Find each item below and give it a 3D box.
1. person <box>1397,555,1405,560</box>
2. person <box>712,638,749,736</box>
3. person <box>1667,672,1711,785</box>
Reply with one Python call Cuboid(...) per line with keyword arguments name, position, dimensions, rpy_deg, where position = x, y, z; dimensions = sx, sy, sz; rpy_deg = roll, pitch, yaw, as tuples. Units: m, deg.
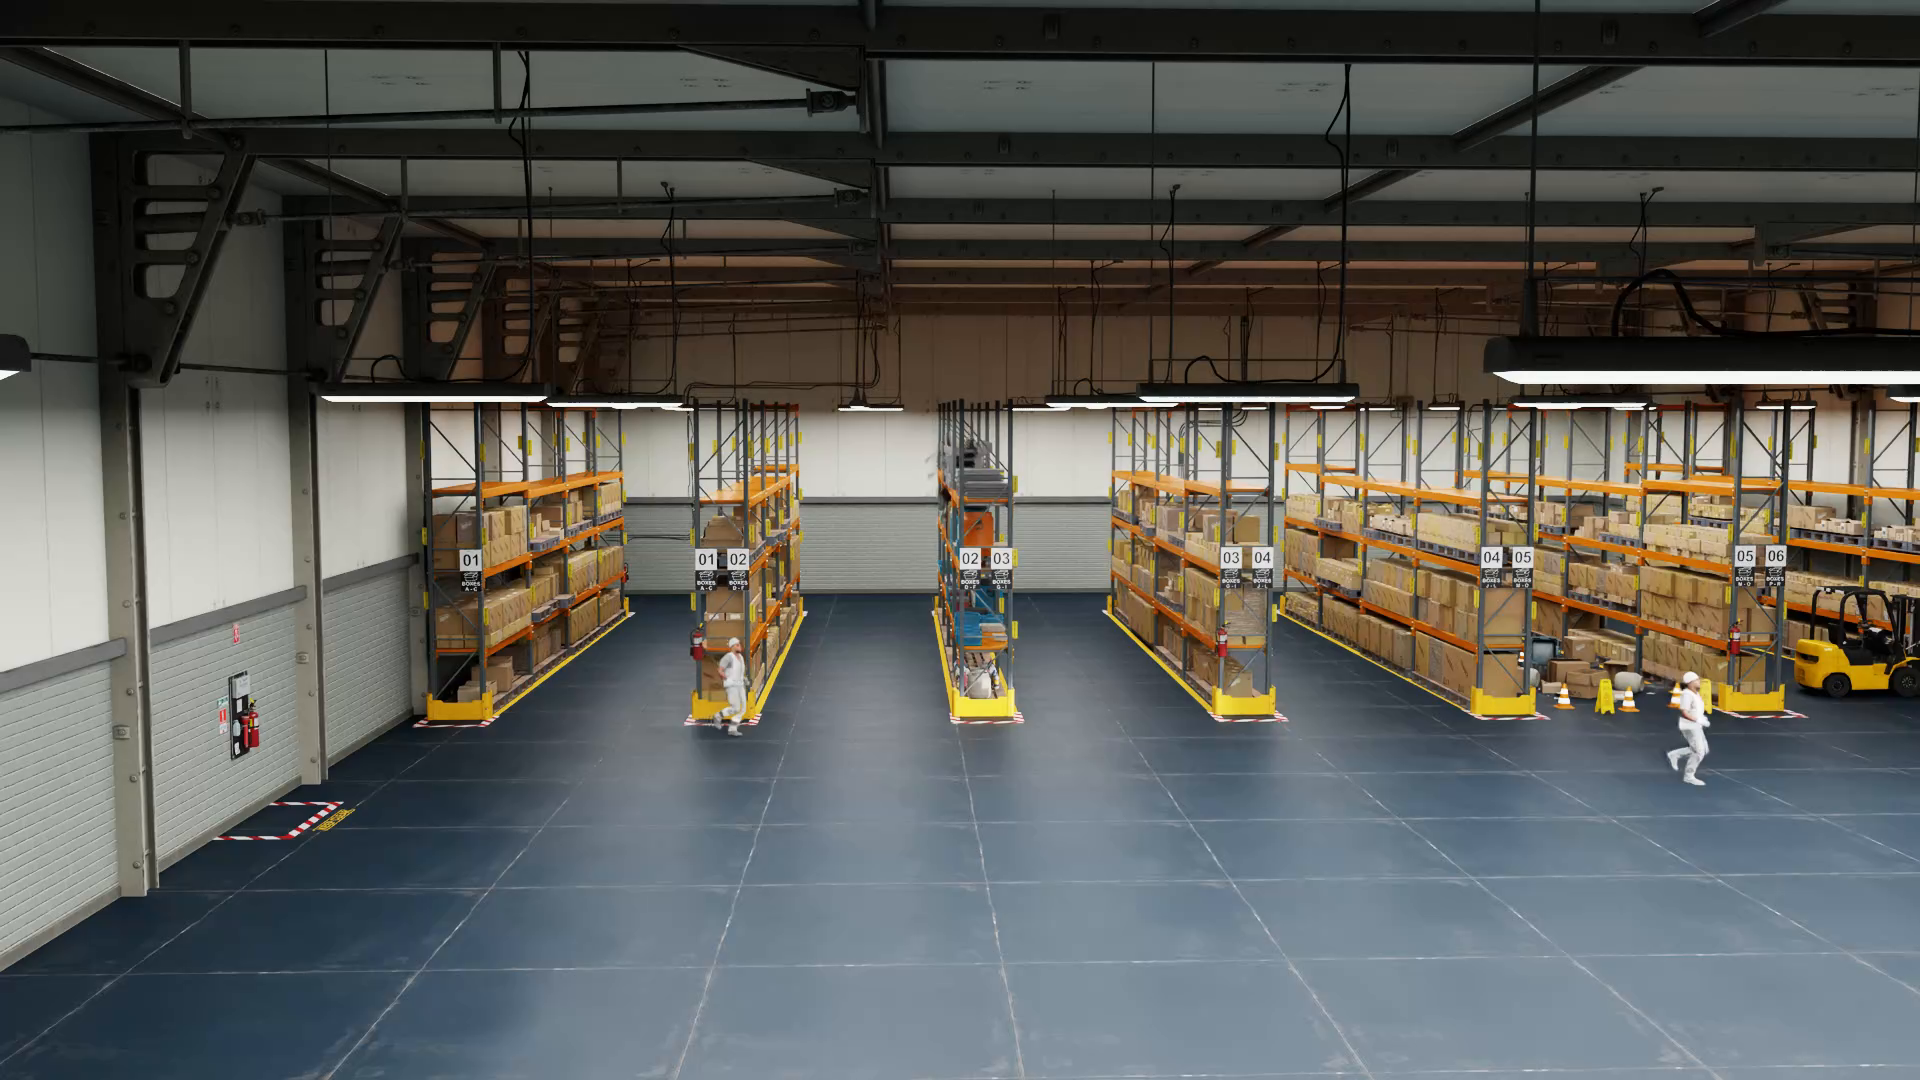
Cuboid(name="person", position=(13.379, 1.251, 49.221), dimensions=(0.966, 1.586, 0.625), rpy_deg=(1, 4, 7))
Cuboid(name="person", position=(-4.069, 2.607, 29.668), dimensions=(0.586, 1.734, 0.687), rpy_deg=(2, 5, 28))
Cuboid(name="person", position=(11.306, 2.907, 25.782), dimensions=(0.627, 1.736, 0.718), rpy_deg=(2, 5, 30))
